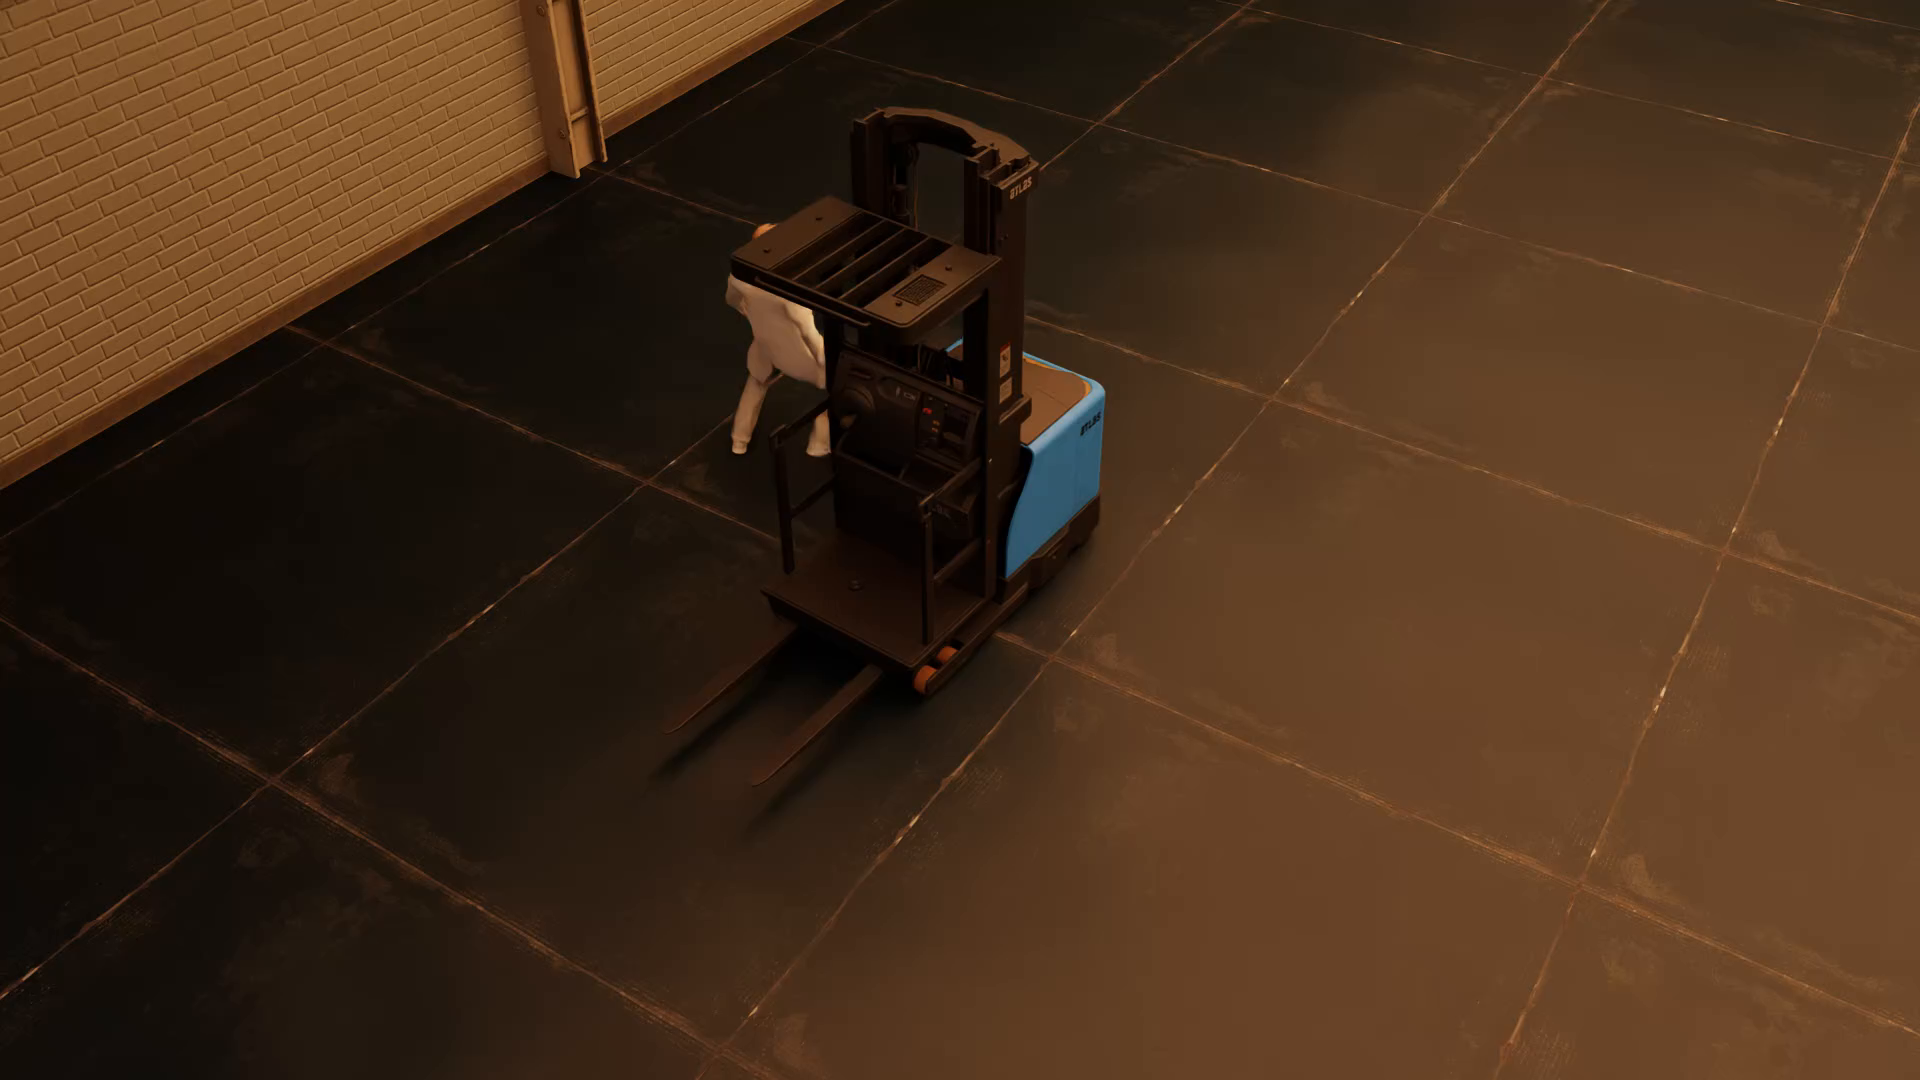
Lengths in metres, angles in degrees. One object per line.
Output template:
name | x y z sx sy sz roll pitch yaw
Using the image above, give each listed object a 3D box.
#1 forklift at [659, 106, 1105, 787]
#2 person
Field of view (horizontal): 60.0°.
forklift | -0.416 -0.616 8.694 1.130 2.935 3.031 25 46 27
person | -1.107 -1.242 10.448 0.991 1.654 0.654 29 48 30
